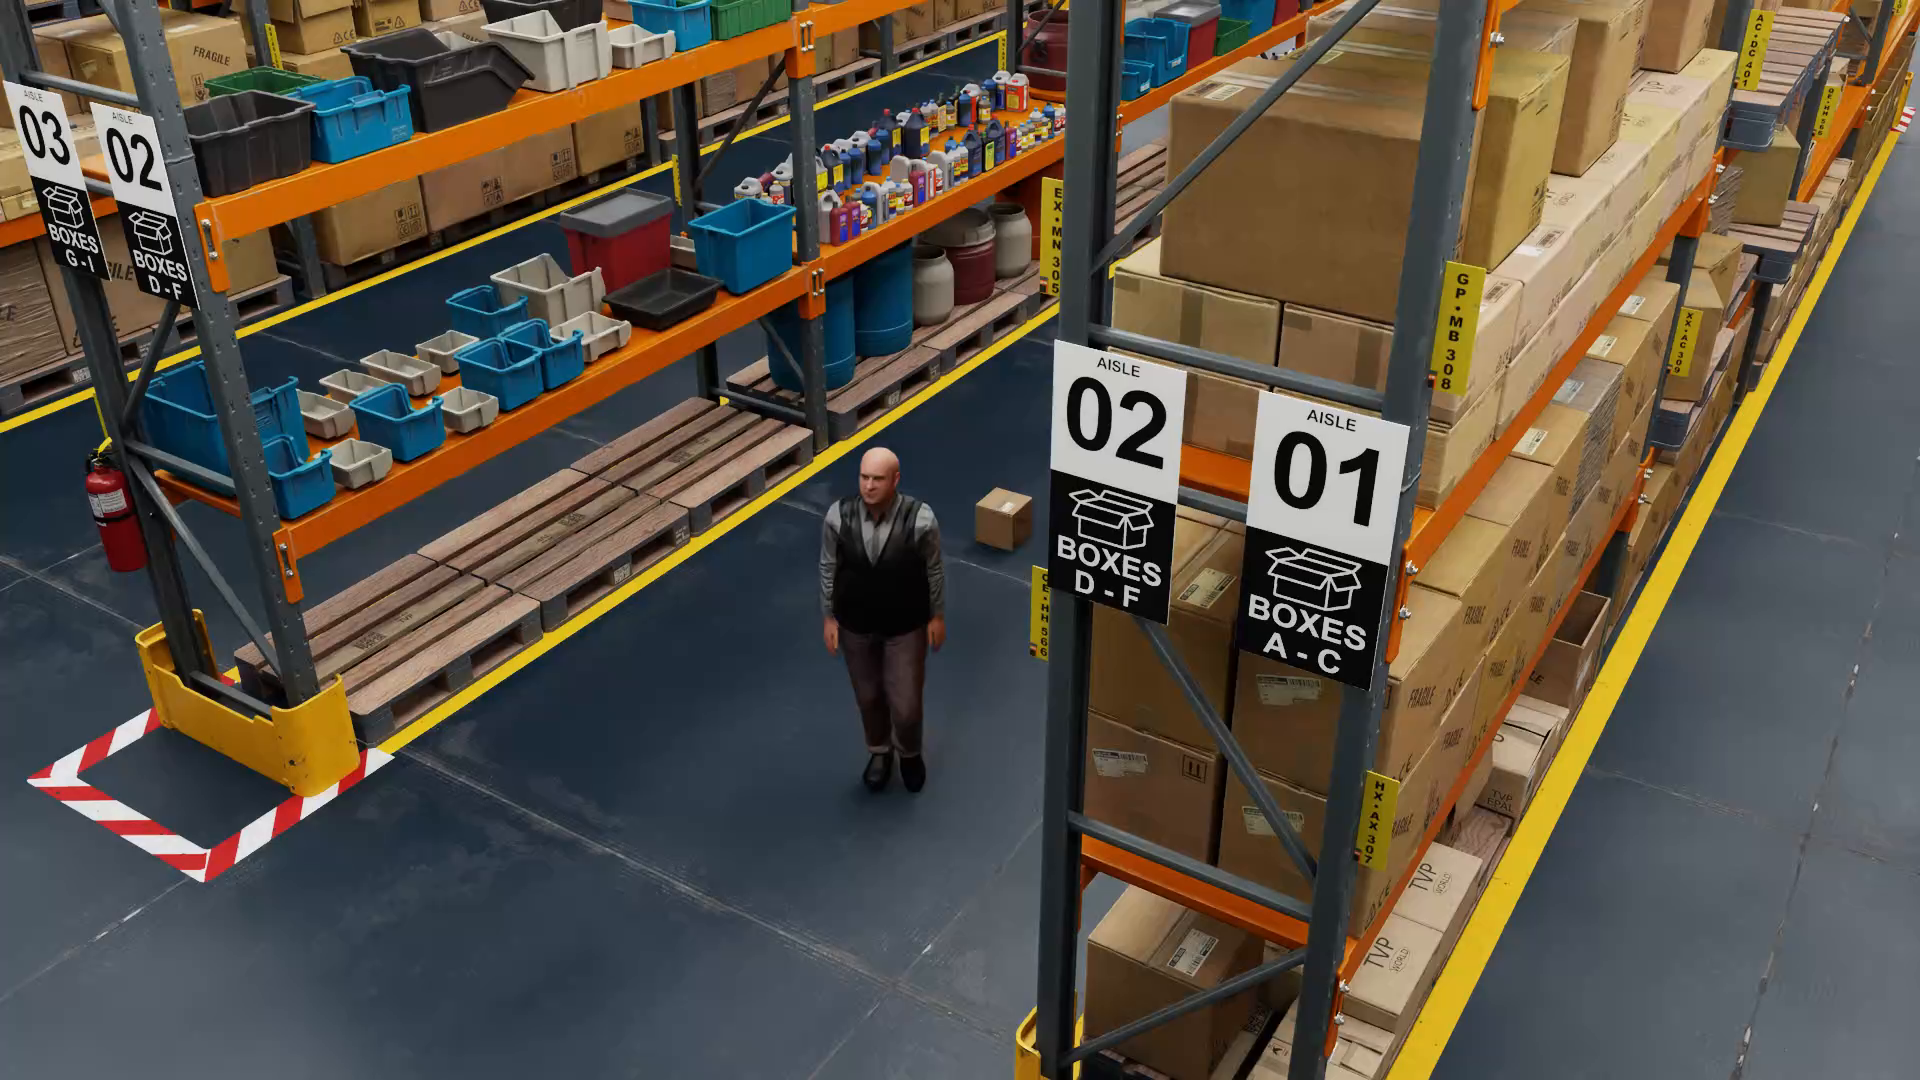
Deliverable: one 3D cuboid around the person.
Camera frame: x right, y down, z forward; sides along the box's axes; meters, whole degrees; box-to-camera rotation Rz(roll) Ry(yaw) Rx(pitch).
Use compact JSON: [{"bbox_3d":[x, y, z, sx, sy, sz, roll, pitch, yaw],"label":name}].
[{"bbox_3d":[-0.364,0.411,7.484,0.565,1.749,0.470,6,31,9],"label":"person"}]
